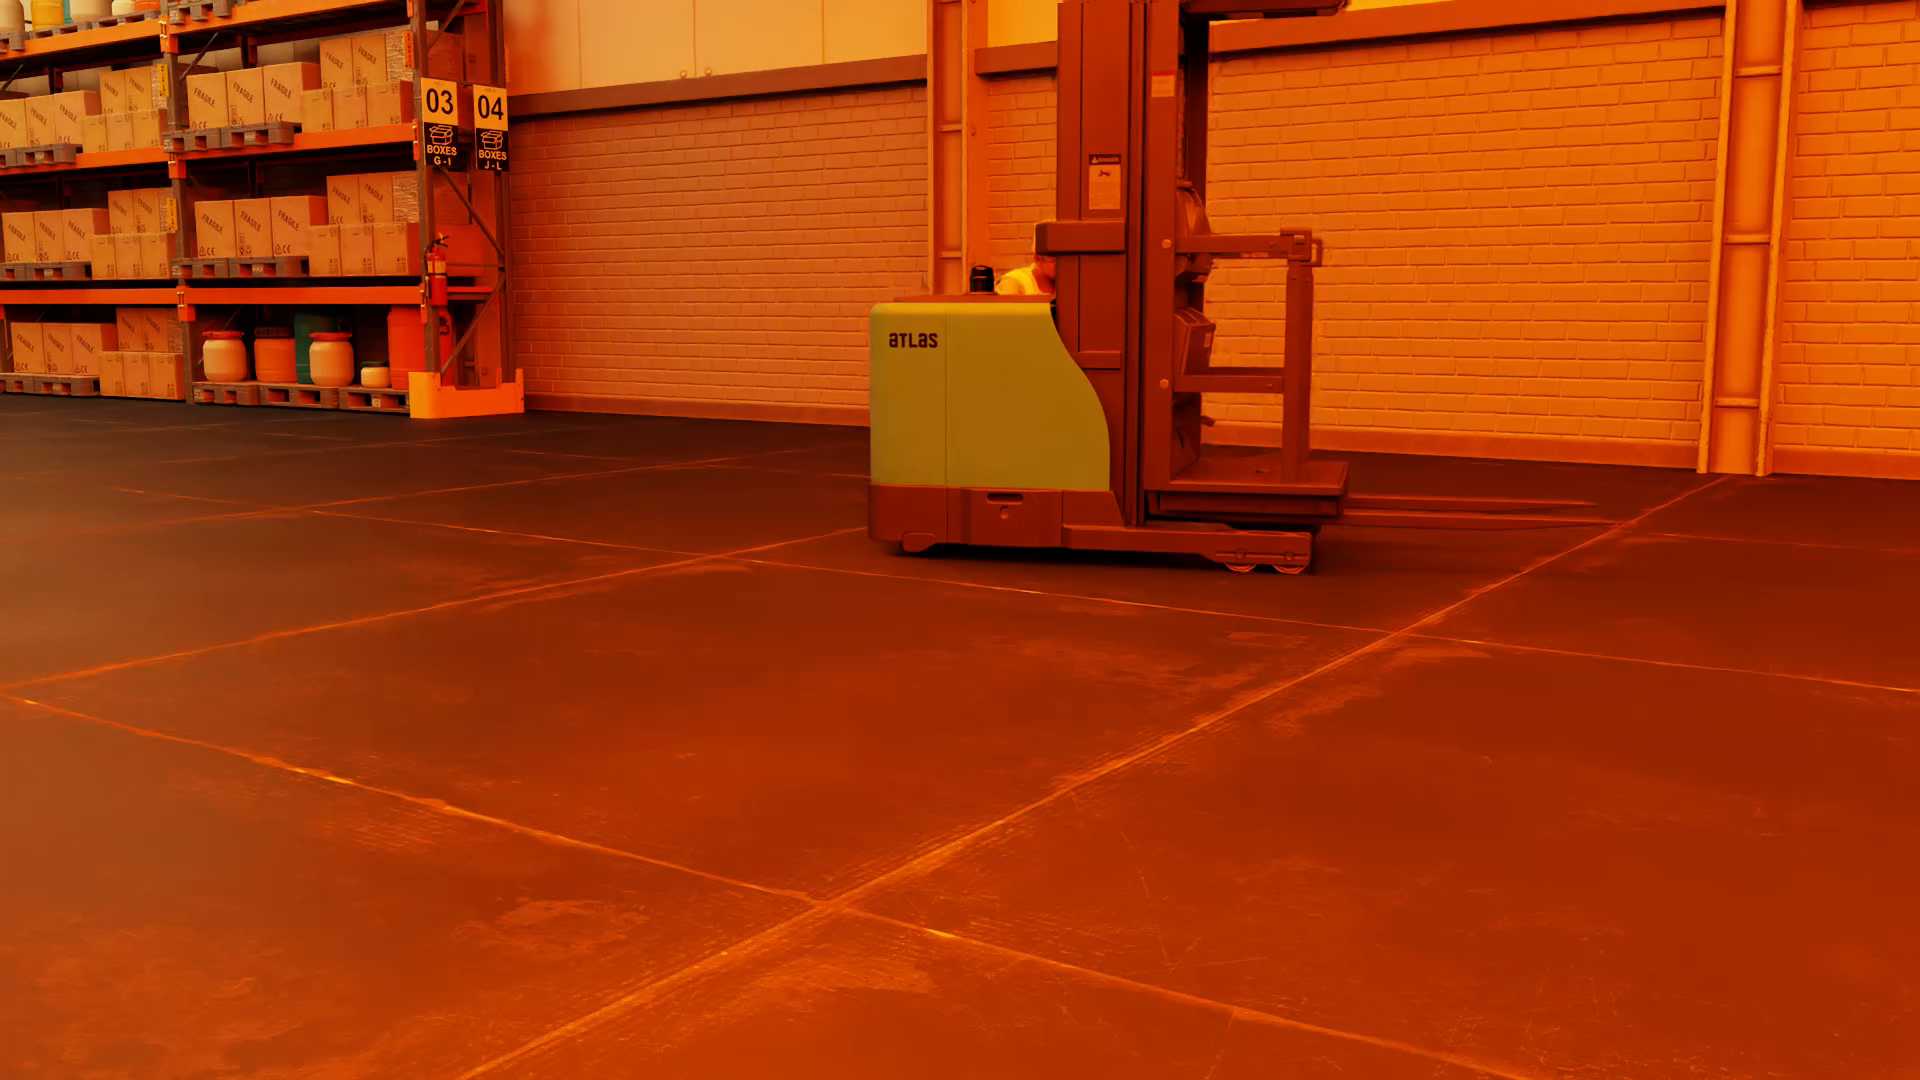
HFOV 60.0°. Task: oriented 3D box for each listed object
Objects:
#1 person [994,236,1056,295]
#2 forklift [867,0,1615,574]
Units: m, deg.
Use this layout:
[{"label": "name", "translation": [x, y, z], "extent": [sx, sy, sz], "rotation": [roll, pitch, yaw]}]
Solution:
[{"label": "person", "translation": [0.562, -0.781, 8.097], "extent": [0.939, 1.521, 0.948], "rotation": [-5, 9, -31]}, {"label": "forklift", "translation": [1.178, -1.396, 7.013], "extent": [3.031, 2.935, 1.130], "rotation": [2, 8, 14]}]
